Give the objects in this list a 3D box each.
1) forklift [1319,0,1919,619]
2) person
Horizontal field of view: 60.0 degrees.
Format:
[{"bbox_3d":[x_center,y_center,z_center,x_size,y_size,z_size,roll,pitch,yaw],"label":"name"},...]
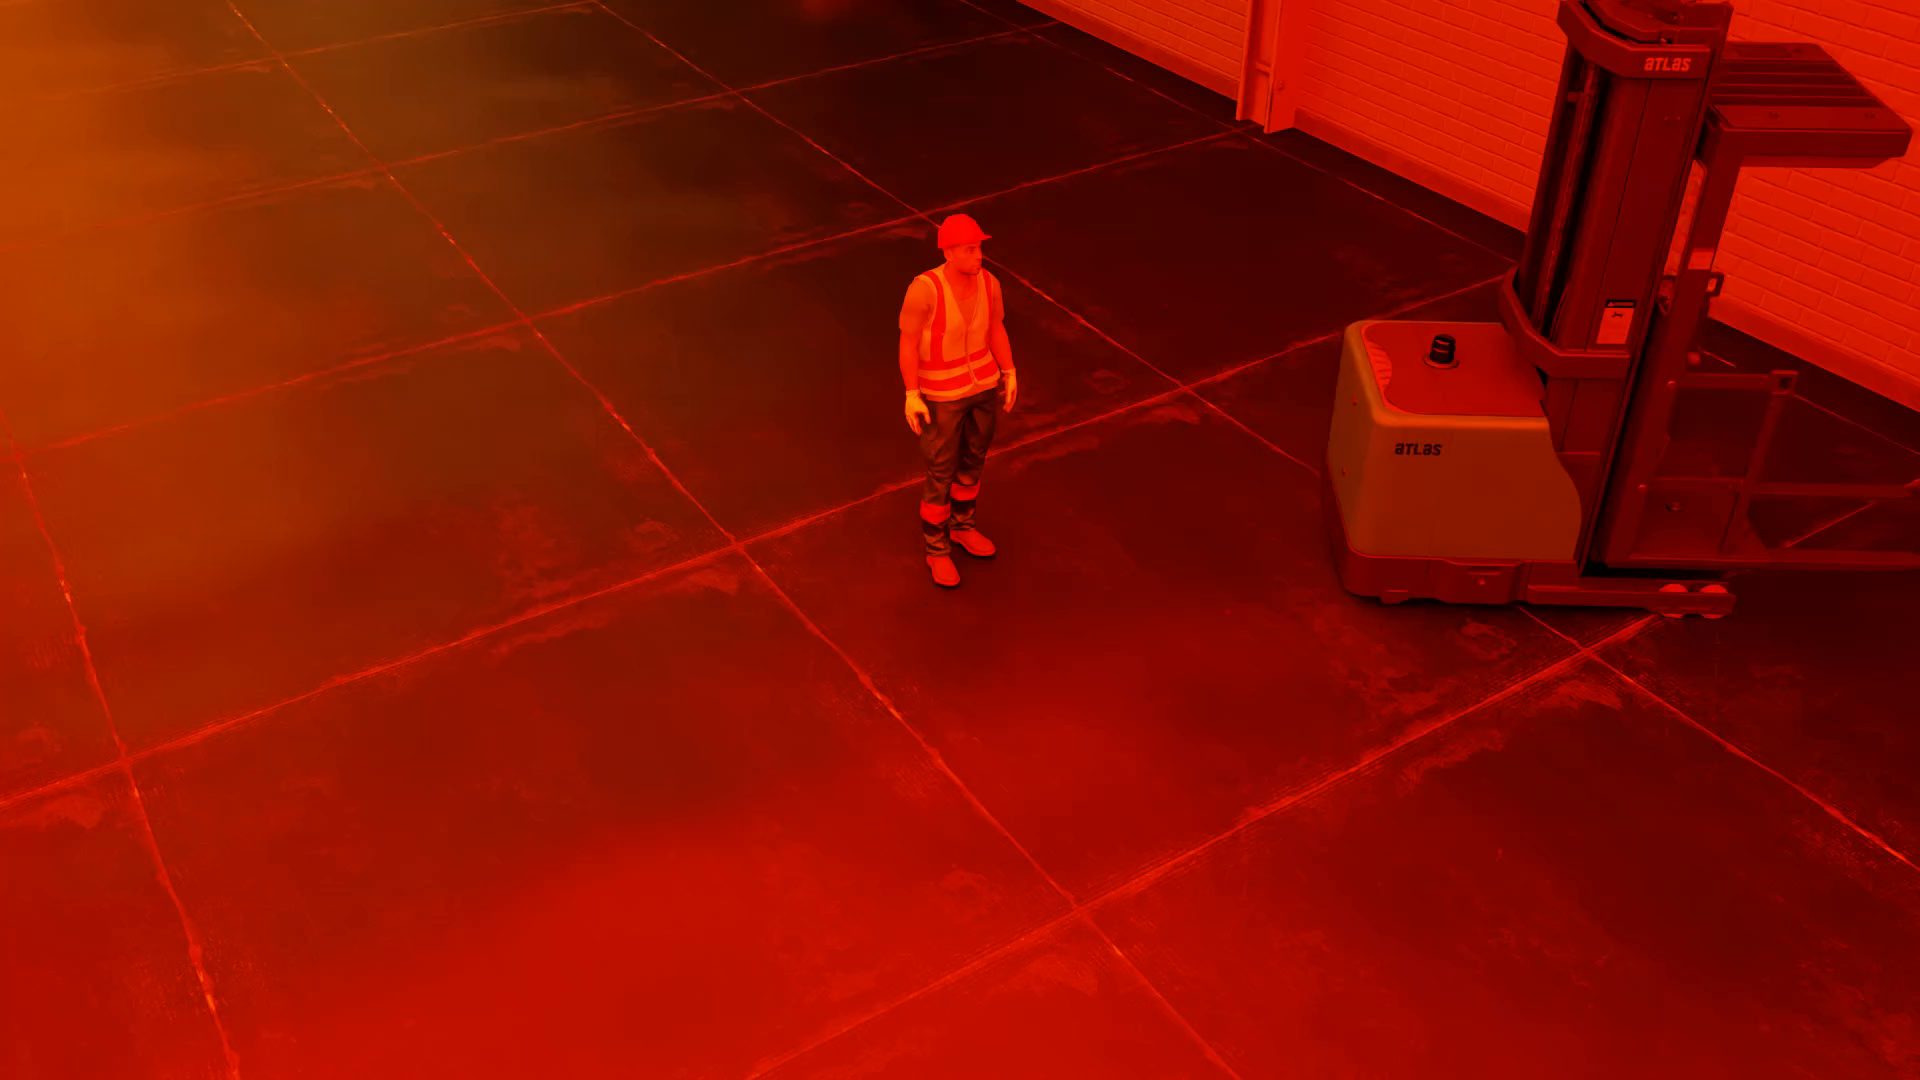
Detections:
[{"bbox_3d":[3.428,-1.128,7.753,3.031,2.935,1.130,1,35,2],"label":"forklift"},{"bbox_3d":[0.033,-0.696,8.118,0.638,1.788,0.563,-21,40,-27],"label":"person"}]
